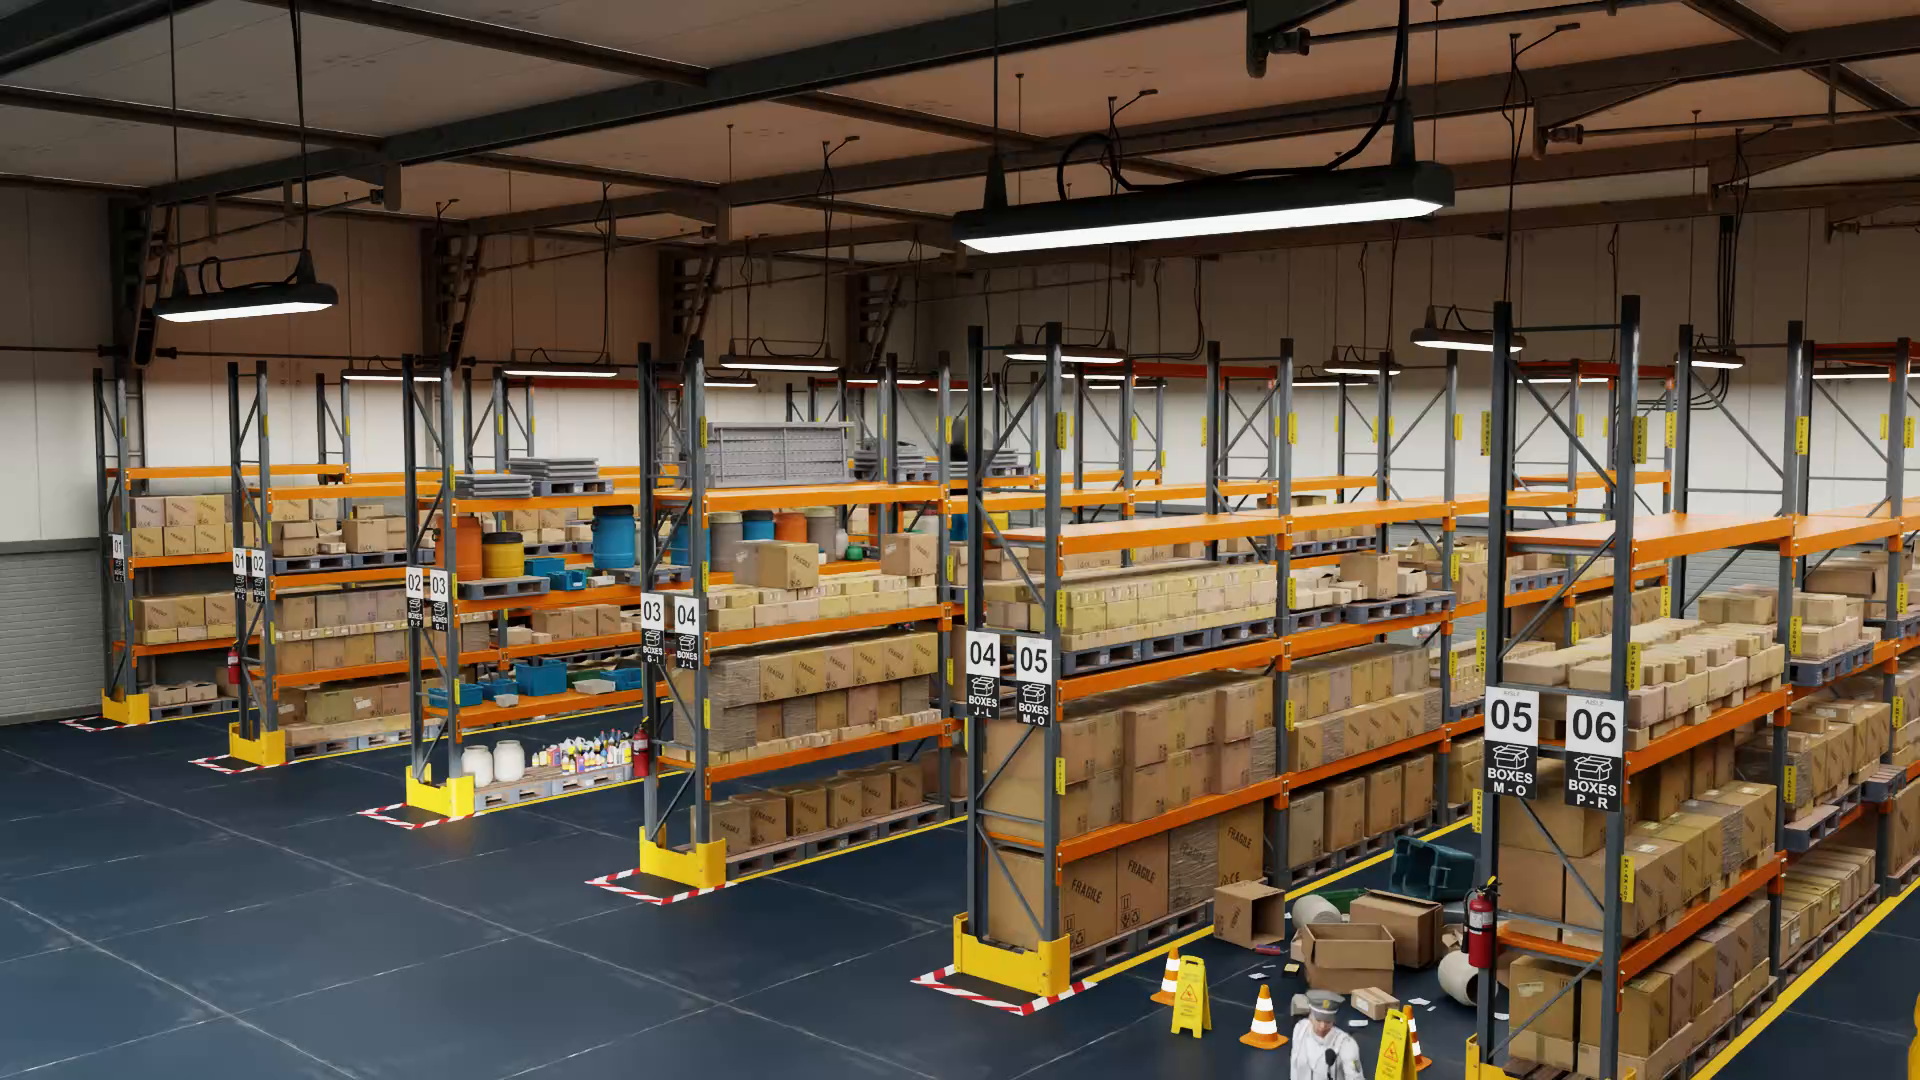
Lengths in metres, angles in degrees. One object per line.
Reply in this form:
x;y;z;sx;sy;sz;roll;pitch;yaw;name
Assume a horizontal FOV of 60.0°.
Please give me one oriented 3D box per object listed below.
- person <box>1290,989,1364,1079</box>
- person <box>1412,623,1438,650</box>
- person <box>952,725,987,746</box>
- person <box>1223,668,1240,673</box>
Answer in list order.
2.280;3.590;10.452;0.602;1.621;0.635;2;5;30;person
8.707;2.072;31.134;0.535;1.598;0.823;0;4;3;person
0.161;2.535;24.841;1.075;1.590;0.676;-3;5;-35;person
4.248;2.617;24.626;0.853;1.496;0.587;-3;5;-36;person
